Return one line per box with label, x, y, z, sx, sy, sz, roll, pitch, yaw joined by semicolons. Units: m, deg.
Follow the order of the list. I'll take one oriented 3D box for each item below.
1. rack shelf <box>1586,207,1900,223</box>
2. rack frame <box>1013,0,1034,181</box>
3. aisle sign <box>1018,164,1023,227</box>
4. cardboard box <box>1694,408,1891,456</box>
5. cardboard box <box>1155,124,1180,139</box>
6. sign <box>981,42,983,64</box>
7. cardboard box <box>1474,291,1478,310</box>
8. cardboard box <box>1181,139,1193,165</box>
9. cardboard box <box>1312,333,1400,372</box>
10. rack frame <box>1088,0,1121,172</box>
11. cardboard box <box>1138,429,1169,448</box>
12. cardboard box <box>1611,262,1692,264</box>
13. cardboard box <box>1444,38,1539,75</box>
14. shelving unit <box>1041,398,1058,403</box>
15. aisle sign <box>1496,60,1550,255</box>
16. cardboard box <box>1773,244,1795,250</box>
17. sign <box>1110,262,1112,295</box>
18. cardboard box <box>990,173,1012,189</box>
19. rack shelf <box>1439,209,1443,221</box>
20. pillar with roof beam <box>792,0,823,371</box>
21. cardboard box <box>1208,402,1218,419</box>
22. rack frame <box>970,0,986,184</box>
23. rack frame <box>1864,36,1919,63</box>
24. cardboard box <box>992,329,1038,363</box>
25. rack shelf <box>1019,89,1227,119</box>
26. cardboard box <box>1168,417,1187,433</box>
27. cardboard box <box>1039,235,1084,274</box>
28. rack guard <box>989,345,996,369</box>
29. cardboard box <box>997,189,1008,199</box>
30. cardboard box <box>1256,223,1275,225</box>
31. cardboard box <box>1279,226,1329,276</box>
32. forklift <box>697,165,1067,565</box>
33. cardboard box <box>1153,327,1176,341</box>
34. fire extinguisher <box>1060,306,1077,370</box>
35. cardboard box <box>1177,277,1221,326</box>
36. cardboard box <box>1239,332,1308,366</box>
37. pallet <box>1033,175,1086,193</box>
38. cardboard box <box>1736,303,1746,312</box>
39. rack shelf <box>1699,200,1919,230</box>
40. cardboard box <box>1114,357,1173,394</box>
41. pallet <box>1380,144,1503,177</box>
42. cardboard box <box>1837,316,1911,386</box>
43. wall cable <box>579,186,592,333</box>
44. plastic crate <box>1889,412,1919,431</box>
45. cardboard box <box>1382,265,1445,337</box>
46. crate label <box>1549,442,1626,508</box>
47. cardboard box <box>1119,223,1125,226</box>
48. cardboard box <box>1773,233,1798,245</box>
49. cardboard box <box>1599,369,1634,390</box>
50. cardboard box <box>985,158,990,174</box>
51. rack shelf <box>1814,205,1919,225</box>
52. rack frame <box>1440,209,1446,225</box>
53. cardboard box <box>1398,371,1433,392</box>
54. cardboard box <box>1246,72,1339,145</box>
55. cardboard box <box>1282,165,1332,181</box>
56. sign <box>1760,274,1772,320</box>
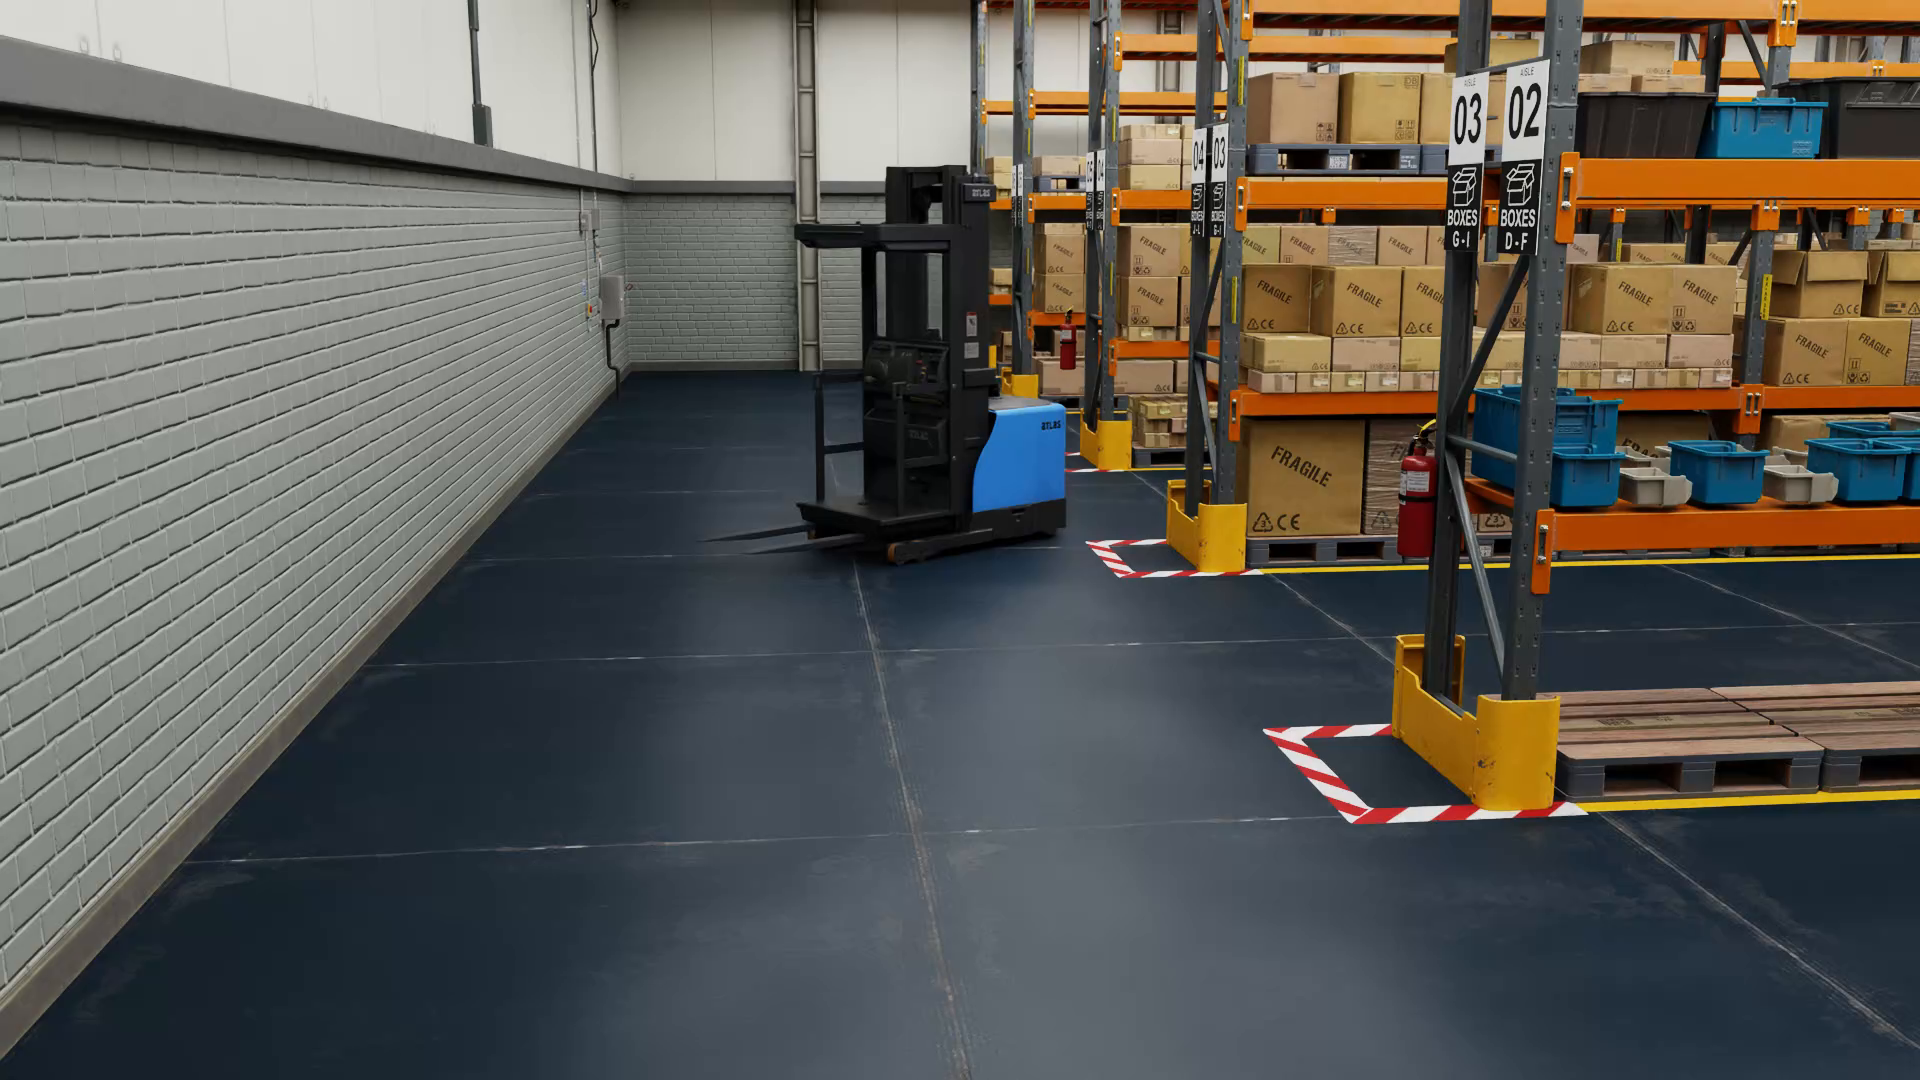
rack shelf;10.763;-4.575;22.950;4.000;0.370;1.077;-1;11;-6
rack frame;0.821;-6.191;21.532;0.127;3.000;1.000;-1;11;-6
aisle sign;0.781;-4.466;21.569;0.004;0.787;0.394;-1;11;-6
cardboard box;6.502;-0.611;13.119;0.875;0.875;1.225;-1;11;-6
cardboard box;2.058;-4.104;16.753;0.250;0.149;0.380;-1;11;-4
sign;0.340;-7.536;25.746;0.005;0.325;0.100;-1;11;-6
cardboard box;6.787;-3.243;22.477;0.500;0.250;0.500;-1;11;-7
cardboard box;2.439;-3.914;16.819;0.500;0.250;0.500;-1;11;-7
cardboard box;2.914;-1.390;12.278;0.500;0.250;0.500;-1;11;-7
rack frame;1.456;-5.244;16.714;0.127;3.000;1.000;-1;11;-6
cardboard box;2.011;-1.057;17.270;0.250;0.149;0.380;-1;11;-5
cardboard box;5.364;-1.910;12.979;0.500;0.500;0.500;-1;11;-6
cardboard box;3.900;-3.531;12.226;0.500;0.250;0.500;-2;11;-8
shelving unit;0.652;-0.658;13.983;0.252;1.050;0.215;-8;14;-41
aisle sign;2.387;-1.614;7.064;0.004;0.787;0.394;-1;11;-6
cardboard box;11.310;-3.825;22.928;0.500;0.500;0.500;-1;11;-4
sign;1.515;-2.621;16.680;0.005;0.325;0.100;-1;11;-6
cardboard box;0.752;-5.700;26.429;0.500;0.250;0.500;-1;11;-7
rack shelf;6.246;-5.443;27.368;4.000;0.370;1.077;-1;11;-6
pillar with roof beam;-2.032;-6.434;22.767;0.400;9.000;9.100;-1;11;-6
cardboard box;2.539;-1.355;17.242;0.250;0.149;0.380;-1;11;-6
rack frame;0.281;-7.143;26.373;0.127;3.000;1.000;-1;11;-6
rack frame;12.751;-6.441;22.803;0.127;3.000;1.000;-1;11;-6
cardboard box;0.900;-3.175;27.125;0.637;0.503;0.797;-2;11;-8
rack shelf;2.809;-5.683;21.852;4.000;0.370;1.077;-1;11;-6
cardboard box;2.283;-1.210;17.277;0.250;0.149;0.380;-1;11;-6
cardboard box;1.329;-3.742;21.777;0.500;0.500;0.500;-1;11;-7
rack guard;0.357;-2.974;27.201;0.348;0.500;1.175;-1;11;-6
cardboard box;0.623;-5.510;26.494;0.250;0.149;0.380;-1;11;-5
cardboard box;4.003;-4.133;22.083;0.250;0.149;0.380;-1;11;-6
cardboard box;3.458;-2.974;17.097;0.500;0.500;0.500;-2;11;-8
forklift;-0.575;-1.364;12.709;3.031;2.935;1.130;-10;15;-40
cardboard box;2.062;-2.134;17.098;0.250;0.149;0.380;-1;11;-4
fire extinguisher;1.156;-2.163;17.759;0.183;0.674;0.296;-1;11;-6
cardboard box;2.462;-2.468;17.114;0.500;0.500;0.500;-1;11;-6
cardboard box;2.344;-1.480;12.739;0.500;0.250;0.500;-1;11;-7
pallet;1.557;-4.693;21.918;1.213;0.211;1.003;-1;11;-6
cardboard box;8.218;-2.436;17.548;0.250;0.149;0.380;-1;11;-7
rack shelf;7.856;-2.591;12.859;4.000;0.370;1.077;-1;11;-6
cardboard box;2.375;-2.250;22.590;0.875;0.438;0.875;-1;11;-5
pallet;3.843;-2.819;12.384;1.213;0.211;1.003;-1;11;-6
cardboard box;6.852;-1.452;12.717;0.500;0.500;0.500;-1;11;-6
wall cable;-4.782;-3.639;21.389;0.123;1.953;0.585;-1;11;-6
plastic crate;4.865;-0.455;8.059;0.530;0.282;0.437;-1;11;-6
cardboard box;3.409;-1.768;12.258;0.500;0.500;0.500;-2;11;-8
crate label;2.707;-0.286;7.327;0.303;0.233;0.416;-1;11;-6
cardboard box;1.987;-4.071;21.768;0.250;0.149;0.380;-2;11;-8
cardboard box;11.362;-4.137;22.834;0.250;0.149;0.380;-2;11;-9
cardboard box;4.833;-1.222;12.458;0.250;0.149;0.380;-1;11;-5
cardboard box;0.693;-6.051;26.919;0.500;0.250;0.500;-2;11;-8
rack shelf;11.398;-3.627;18.132;4.000;0.370;1.077;-1;11;-6
rack frame;8.234;-4.366;27.800;0.127;3.000;1.000;-1;11;-6
cardboard box;3.301;-1.190;12.294;0.250;0.149;0.380;-1;11;-7
cardboard box;2.402;-3.144;12.202;0.500;0.500;0.700;-2;11;-10
cardboard box;3.479;-3.691;16.979;0.500;0.250;0.500;-1;11;-6
sign;5.929;-1.787;12.235;0.005;0.325;0.100;-1;11;-6
